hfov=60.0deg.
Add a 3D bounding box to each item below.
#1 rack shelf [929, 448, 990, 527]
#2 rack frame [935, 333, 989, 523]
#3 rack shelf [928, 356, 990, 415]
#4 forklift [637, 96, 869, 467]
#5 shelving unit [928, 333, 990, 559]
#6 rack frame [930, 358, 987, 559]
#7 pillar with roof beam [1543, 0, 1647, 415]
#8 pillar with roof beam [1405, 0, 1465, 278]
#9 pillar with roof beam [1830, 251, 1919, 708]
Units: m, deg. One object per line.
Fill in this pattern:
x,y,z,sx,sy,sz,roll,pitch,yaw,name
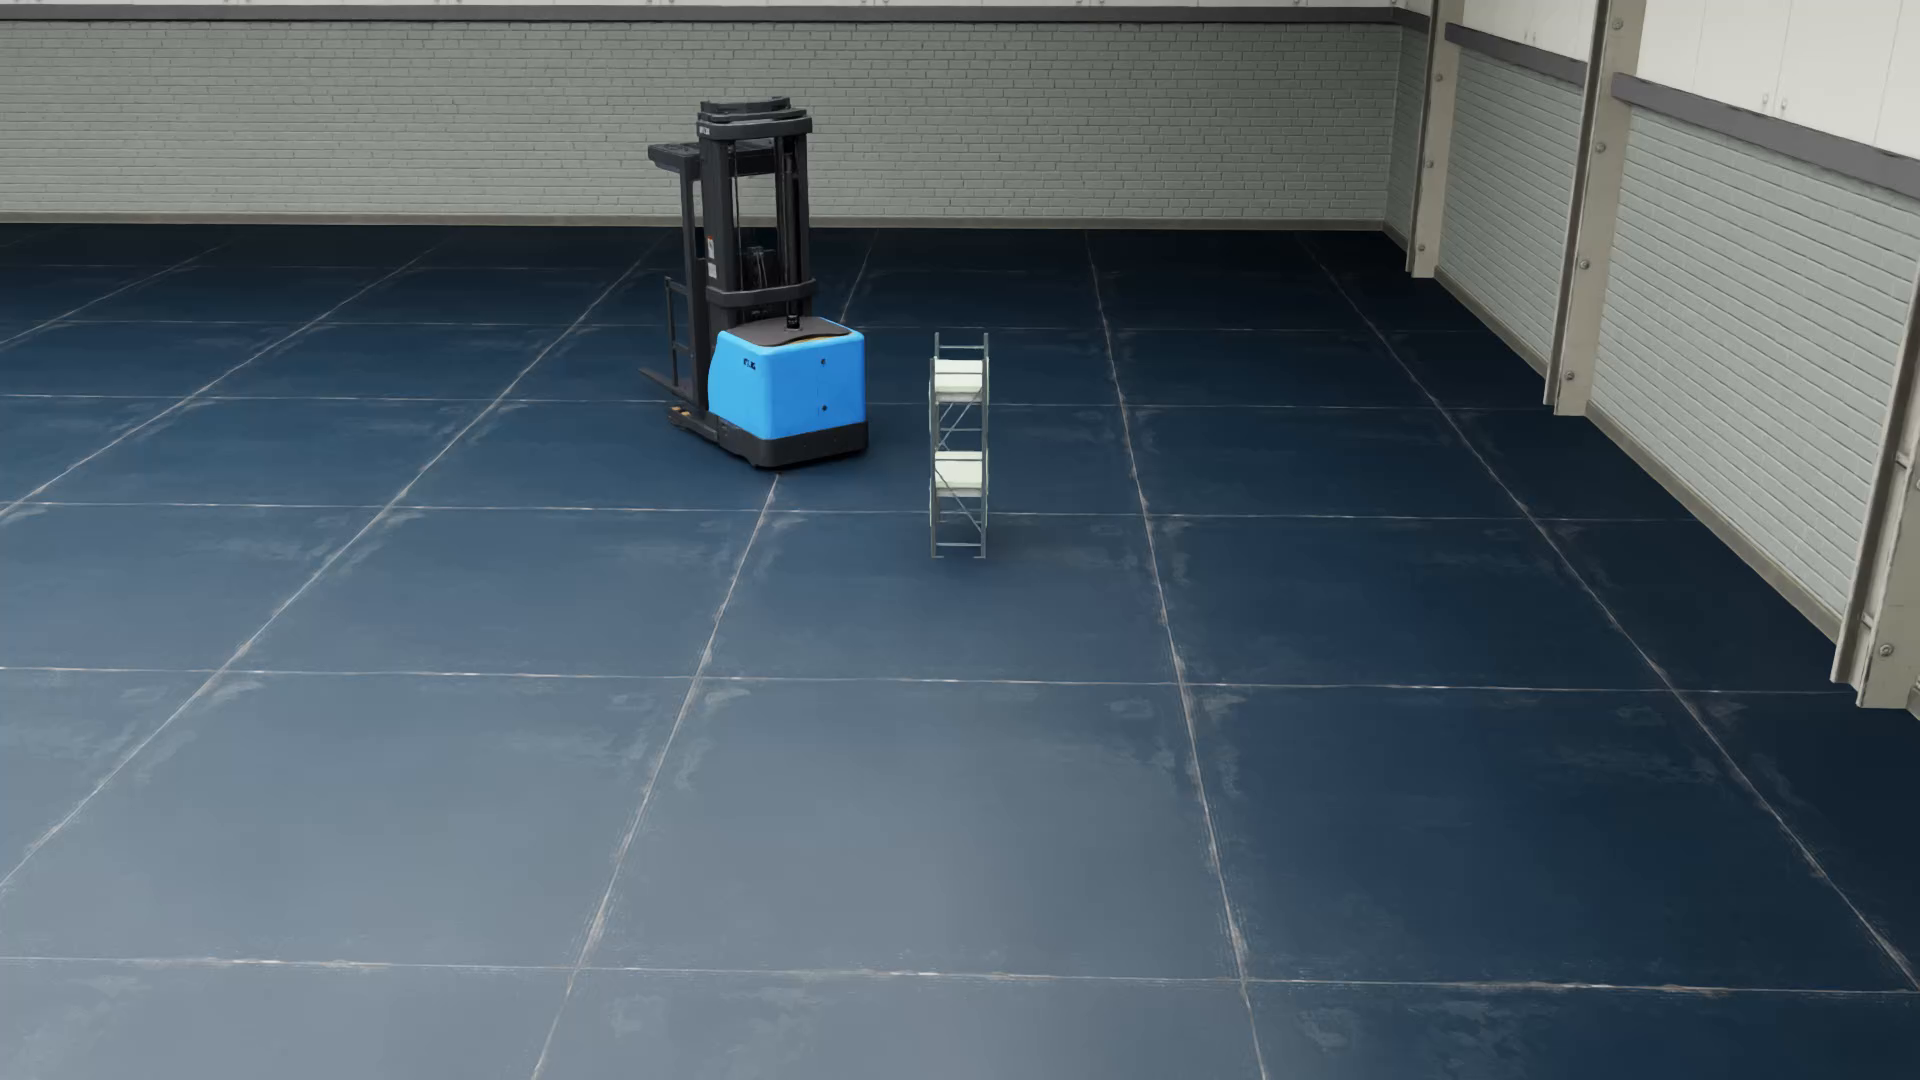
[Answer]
0.000,-0.398,12.382,0.431,0.370,0.720,1,21,2,rack shelf
0.011,-0.834,12.605,0.400,1.500,0.023,1,21,2,rack frame
0.000,-1.065,12.123,0.431,0.370,0.720,1,21,2,rack shelf
-2.035,-2.454,14.802,1.130,2.935,3.031,-14,25,-32,forklift
0.000,-0.702,12.264,0.431,1.500,0.755,1,21,2,shelving unit
-0.011,-0.569,11.923,0.400,1.500,0.023,1,21,2,rack frame
1.419,-5.479,14.210,9.100,9.000,0.400,1,21,2,pillar with roof beam
1.601,-7.648,19.801,9.100,9.000,0.400,1,21,2,pillar with roof beam
1.236,-3.310,8.619,9.100,9.000,0.400,1,21,2,pillar with roof beam
